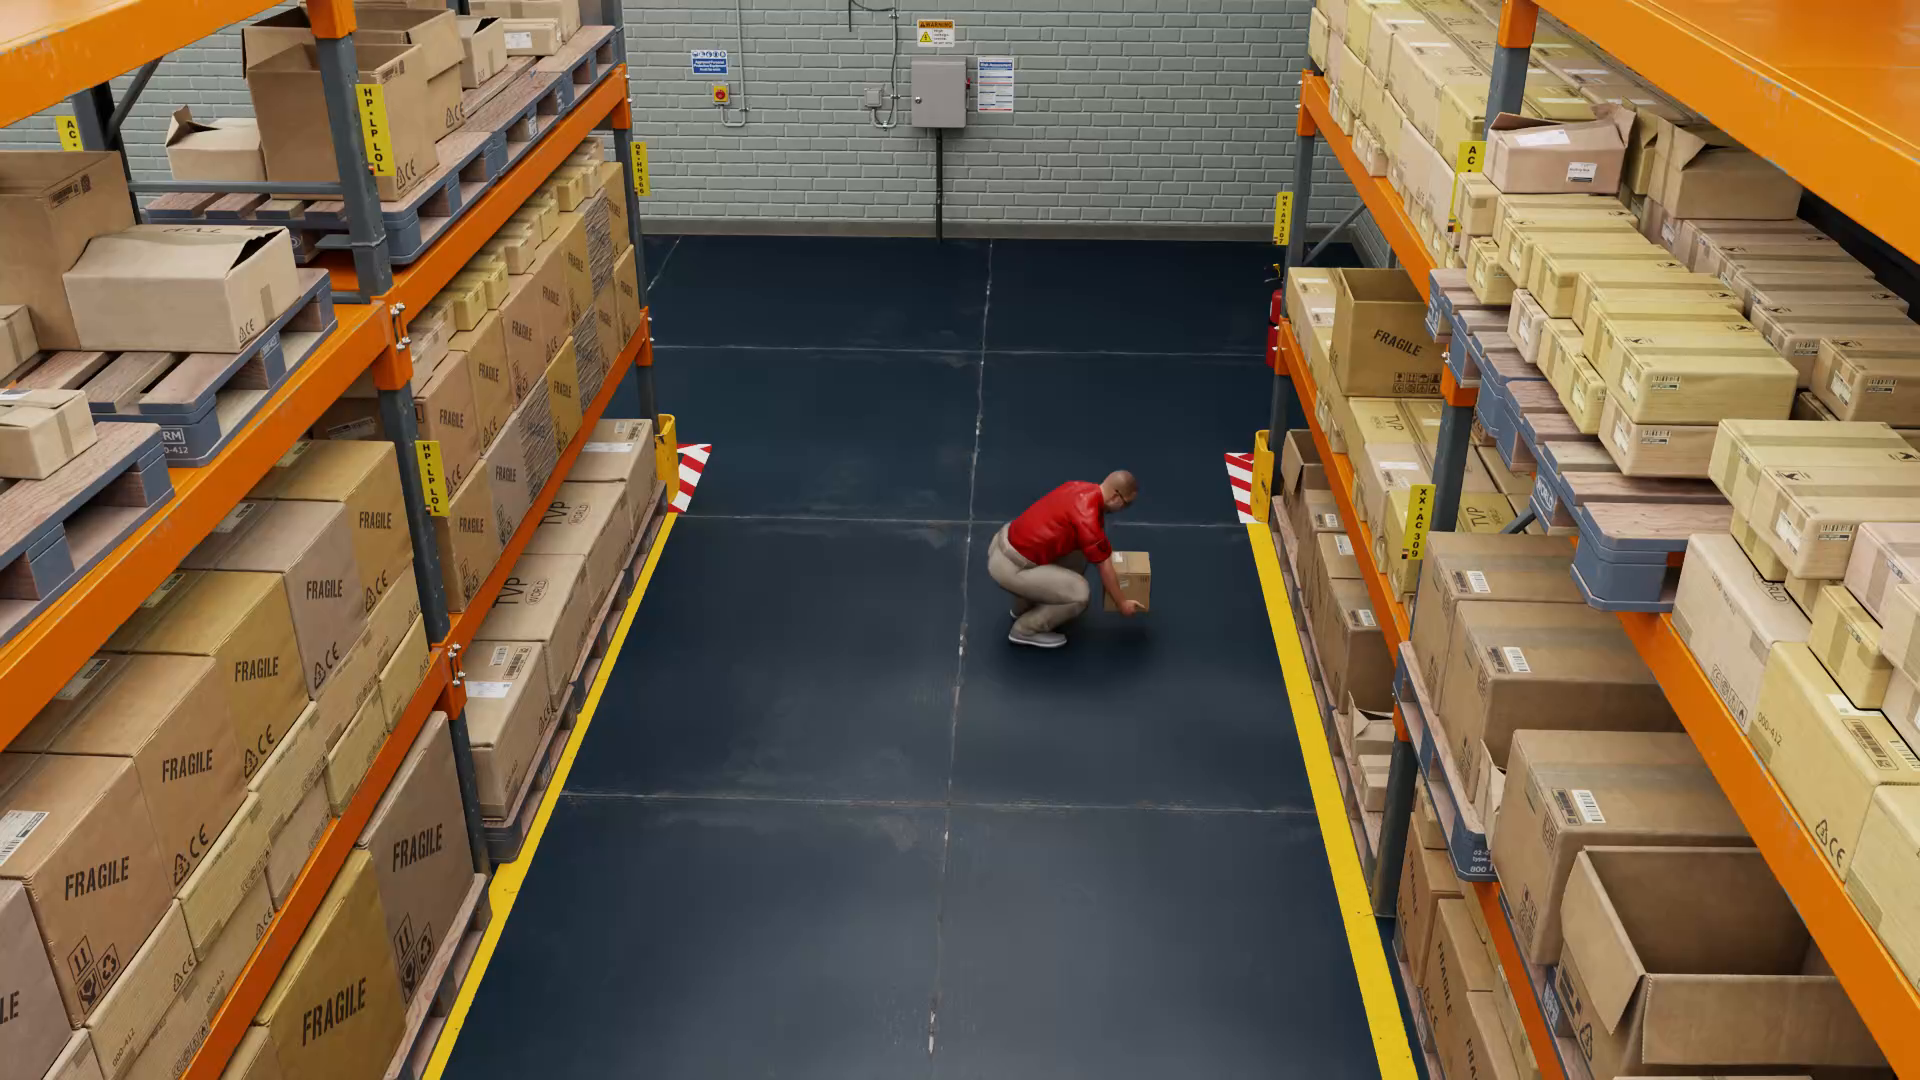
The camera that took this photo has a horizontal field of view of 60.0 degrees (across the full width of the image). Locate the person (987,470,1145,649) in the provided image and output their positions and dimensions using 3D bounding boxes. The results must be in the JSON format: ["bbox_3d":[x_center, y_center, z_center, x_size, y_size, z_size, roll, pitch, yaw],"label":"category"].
[{"bbox_3d":[0.596,0.083,9.293,0.886,0.988,0.530,0,28,1],"label":"person"}]
